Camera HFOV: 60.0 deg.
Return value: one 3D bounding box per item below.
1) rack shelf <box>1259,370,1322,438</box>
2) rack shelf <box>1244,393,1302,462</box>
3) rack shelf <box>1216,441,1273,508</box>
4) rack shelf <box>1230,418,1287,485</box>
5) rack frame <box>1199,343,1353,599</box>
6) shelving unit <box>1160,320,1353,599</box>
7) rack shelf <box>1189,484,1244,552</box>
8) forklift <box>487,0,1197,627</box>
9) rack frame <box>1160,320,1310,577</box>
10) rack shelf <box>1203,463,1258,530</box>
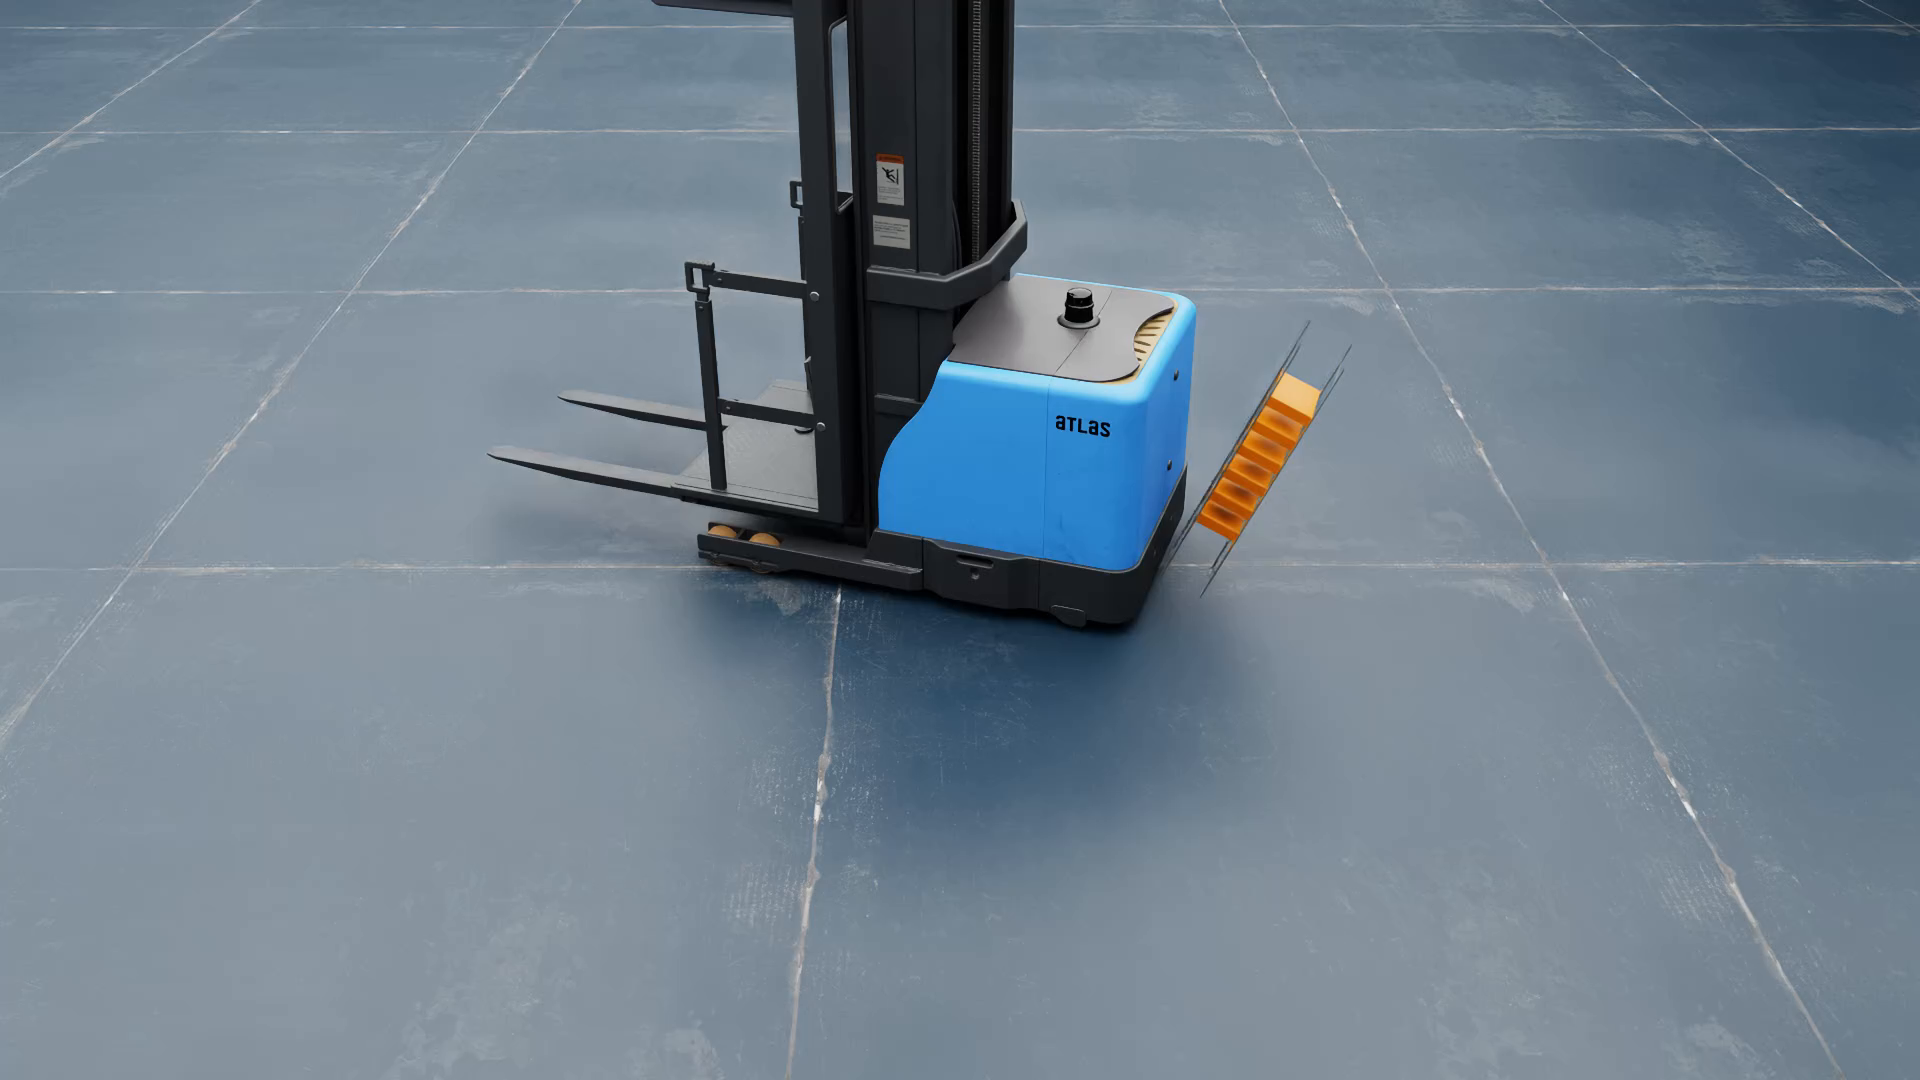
[{"bbox_3d":[1.278,-0.529,6.420,0.180,0.103,0.258,28,36,3],"label":"rack shelf"},{"bbox_3d":[1.234,-0.442,6.490,0.180,0.103,0.258,28,36,3],"label":"rack shelf"},{"bbox_3d":[1.147,-0.267,6.629,0.180,0.103,0.258,28,36,3],"label":"rack shelf"},{"bbox_3d":[1.190,-0.355,6.559,0.180,0.103,0.258,28,36,3],"label":"rack shelf"},{"bbox_3d":[1.243,-0.256,6.599,0.006,1.200,0.240,28,36,3],"label":"rack frame"},{"bbox_3d":[1.163,-0.300,6.603,0.189,1.200,0.258,28,36,3],"label":"shelving unit"},{"bbox_3d":[1.060,-0.093,6.769,0.180,0.103,0.258,28,36,3],"label":"rack shelf"},{"bbox_3d":[-0.588,-1.359,6.664,3.031,2.935,1.130,10,33,16],"label":"forklift"},{"bbox_3d":[1.083,-0.343,6.608,0.006,1.200,0.240,28,36,3],"label":"rack frame"},{"bbox_3d":[1.103,-0.180,6.699,0.180,0.103,0.258,28,36,3],"label":"rack shelf"}]
